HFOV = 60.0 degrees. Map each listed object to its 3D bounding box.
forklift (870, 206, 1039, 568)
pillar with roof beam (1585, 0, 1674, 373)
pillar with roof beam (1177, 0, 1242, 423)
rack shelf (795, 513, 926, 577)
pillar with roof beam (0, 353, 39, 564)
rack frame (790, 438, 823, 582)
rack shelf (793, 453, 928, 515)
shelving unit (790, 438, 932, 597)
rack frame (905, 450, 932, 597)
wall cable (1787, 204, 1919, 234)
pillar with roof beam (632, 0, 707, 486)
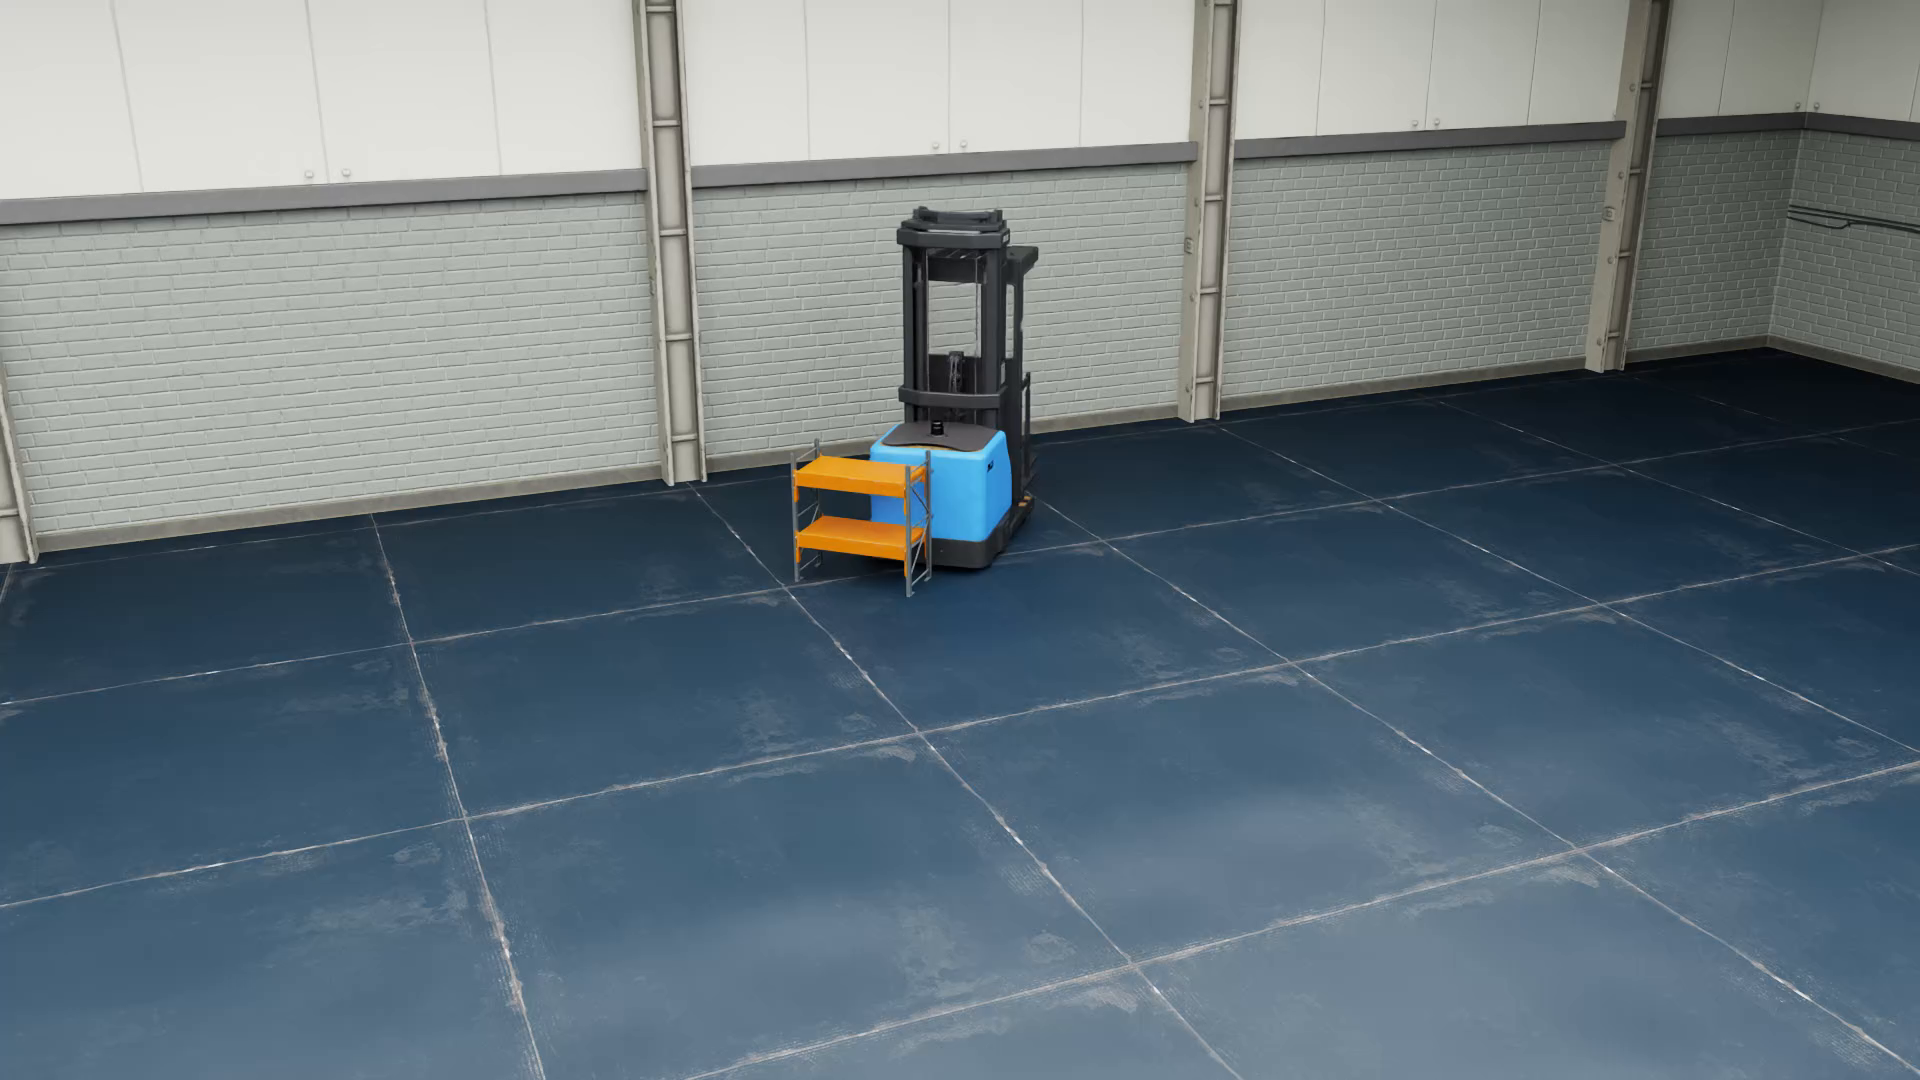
[{"bbox_3d":[0.085,-1.596,15.176,1.130,2.935,3.031,5,20,14],"label":"forklift"},{"bbox_3d":[9.940,-5.123,16.054,0.400,9.000,9.100,-8,21,-22],"label":"pillar with roof beam"},{"bbox_3d":[4.430,-4.333,13.813,0.400,9.000,9.100,-8,21,-22],"label":"pillar with roof beam"},{"bbox_3d":[-0.818,0.034,14.001,1.000,0.278,0.538,7,21,19],"label":"rack shelf"},{"bbox_3d":[-6.588,-2.755,9.329,0.400,9.000,9.100,-8,21,-22],"label":"pillar with roof beam"},{"bbox_3d":[-1.295,-0.255,14.086,0.032,1.125,0.500,7,21,19],"label":"rack frame"},{"bbox_3d":[-0.818,-0.473,13.822,1.000,0.278,0.538,7,21,19],"label":"rack shelf"},{"bbox_3d":[-0.818,-0.197,13.919,1.048,1.125,0.538,7,21,19],"label":"shelving unit"},{"bbox_3d":[-0.342,-0.138,13.753,0.032,1.125,0.500,7,21,19],"label":"rack frame"},{"bbox_3d":[11.463,-4.955,20.254,0.112,2.526,3.097,-8,21,-22],"label":"wall cable"},{"bbox_3d":[-1.079,-3.544,11.571,0.400,9.000,9.100,-8,21,-22],"label":"pillar with roof beam"}]
